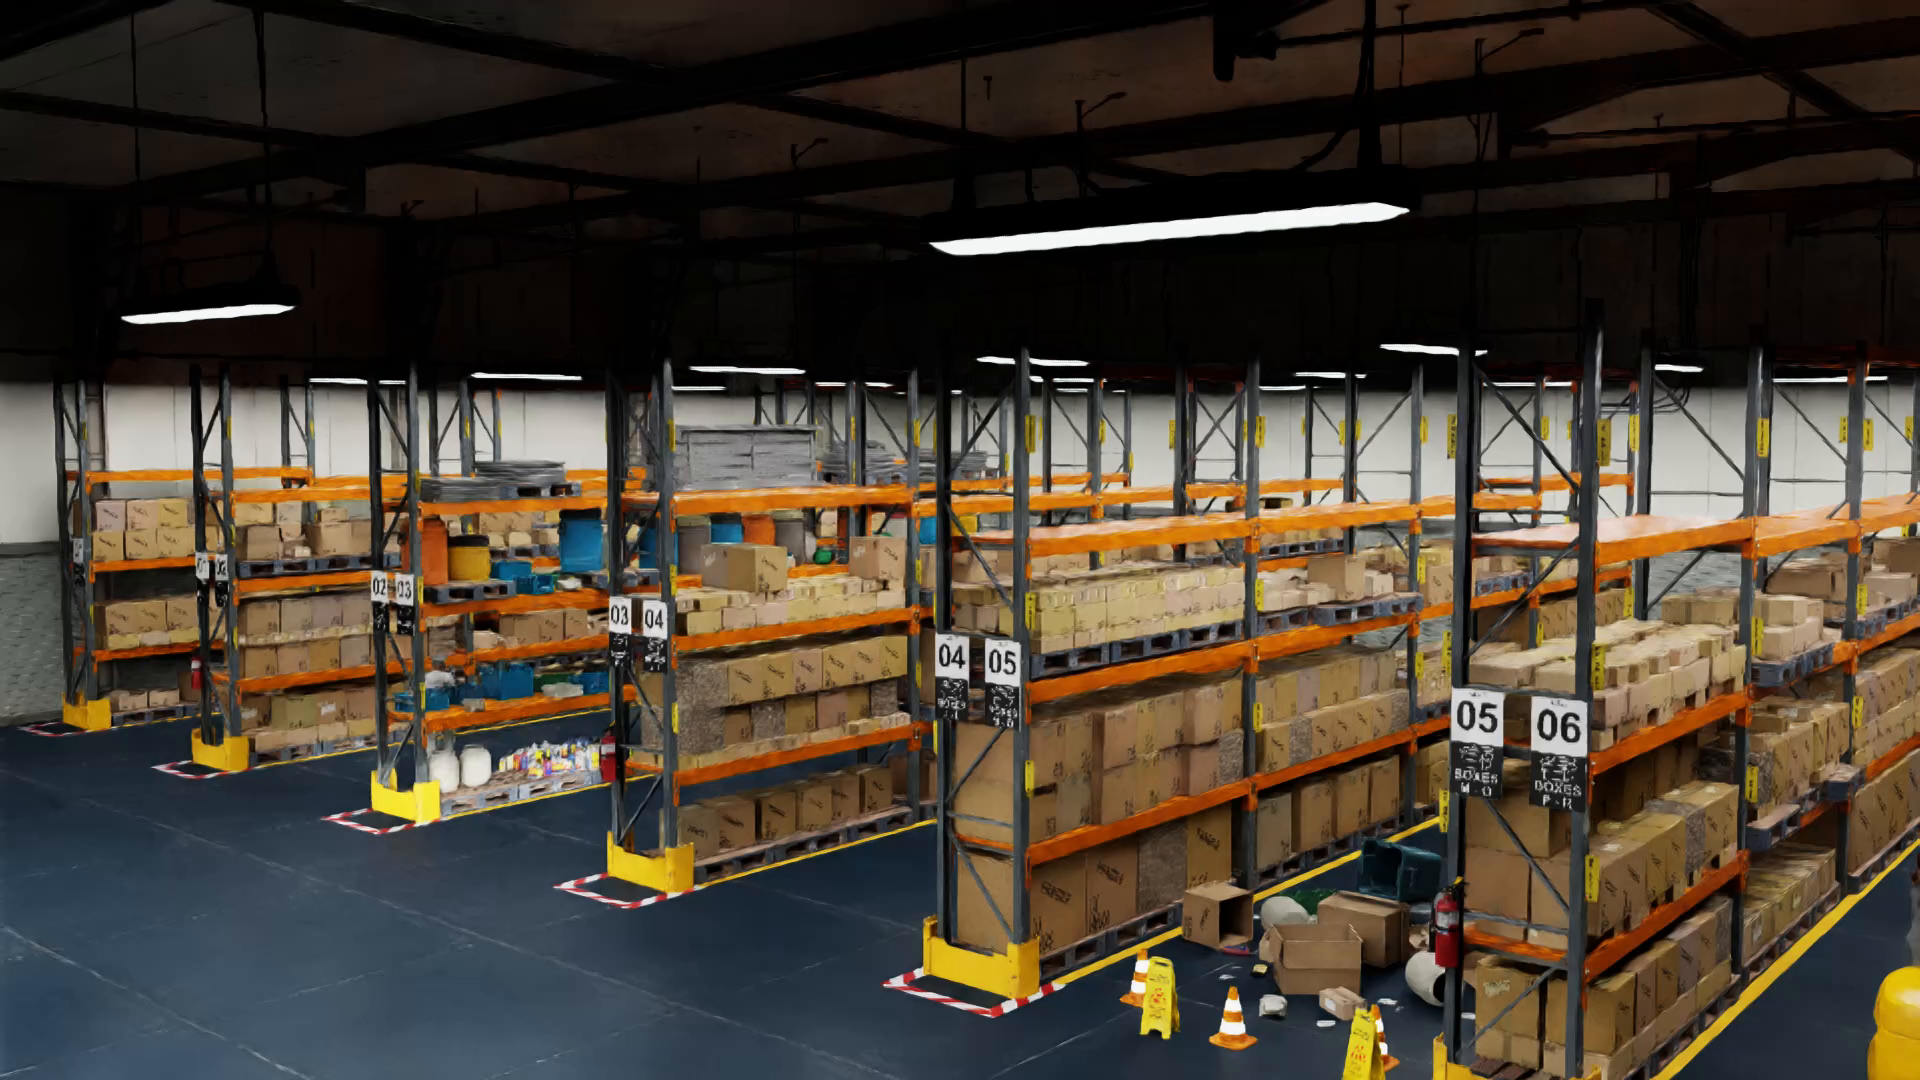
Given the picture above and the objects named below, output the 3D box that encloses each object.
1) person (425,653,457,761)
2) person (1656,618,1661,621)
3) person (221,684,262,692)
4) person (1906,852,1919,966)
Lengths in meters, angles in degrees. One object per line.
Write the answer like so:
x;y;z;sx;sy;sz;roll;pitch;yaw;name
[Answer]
-7.592;2.527;24.241;0.653;1.748;0.586;-2;4;-22;person
12.468;2.205;29.474;0.983;1.673;0.586;-2;5;-27;person
-11.842;2.371;27.594;0.617;1.591;0.815;2;4;22;person
7.894;3.349;13.493;0.430;1.654;0.496;1;4;20;person
